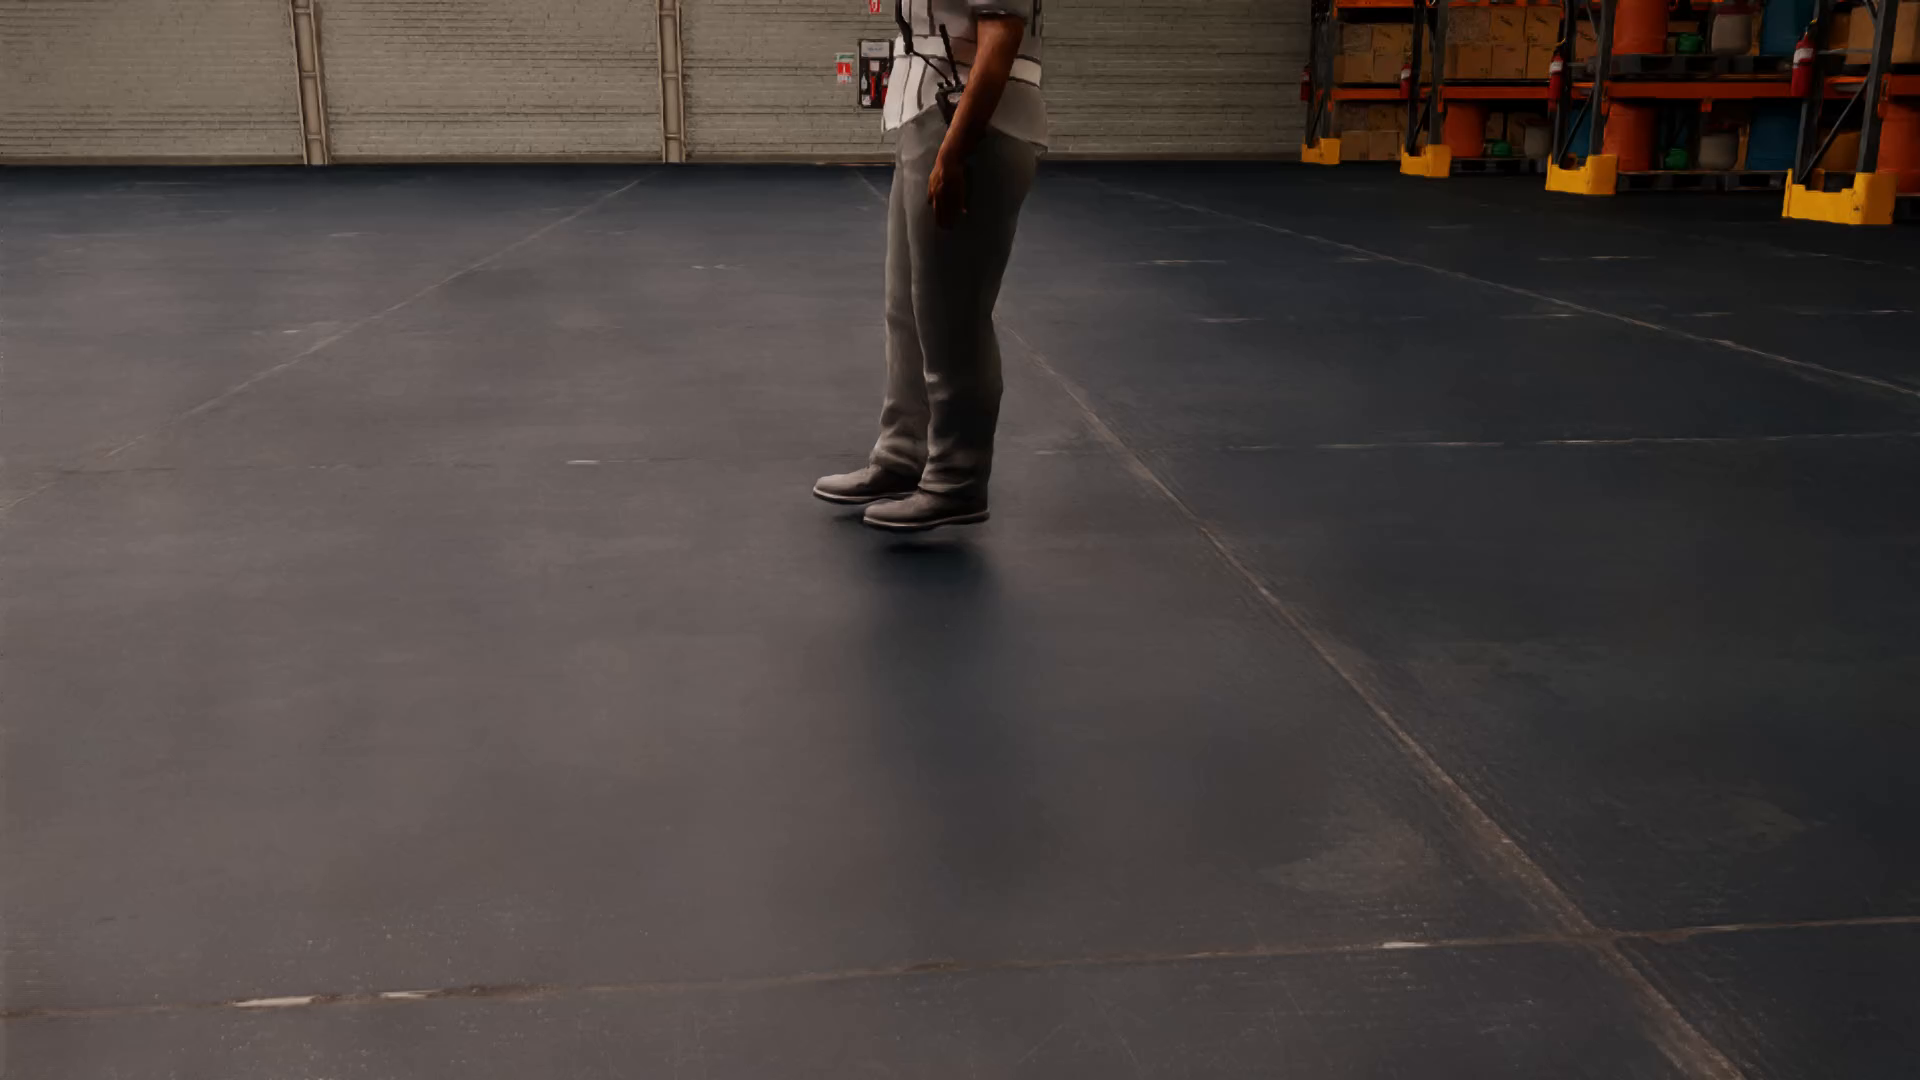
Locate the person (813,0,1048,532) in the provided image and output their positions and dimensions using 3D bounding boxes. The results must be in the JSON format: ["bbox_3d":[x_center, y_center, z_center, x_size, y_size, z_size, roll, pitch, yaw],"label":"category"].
[{"bbox_3d":[-0.078,-0.855,3.726,0.529,1.669,0.598,-1,15,-5],"label":"person"}]
